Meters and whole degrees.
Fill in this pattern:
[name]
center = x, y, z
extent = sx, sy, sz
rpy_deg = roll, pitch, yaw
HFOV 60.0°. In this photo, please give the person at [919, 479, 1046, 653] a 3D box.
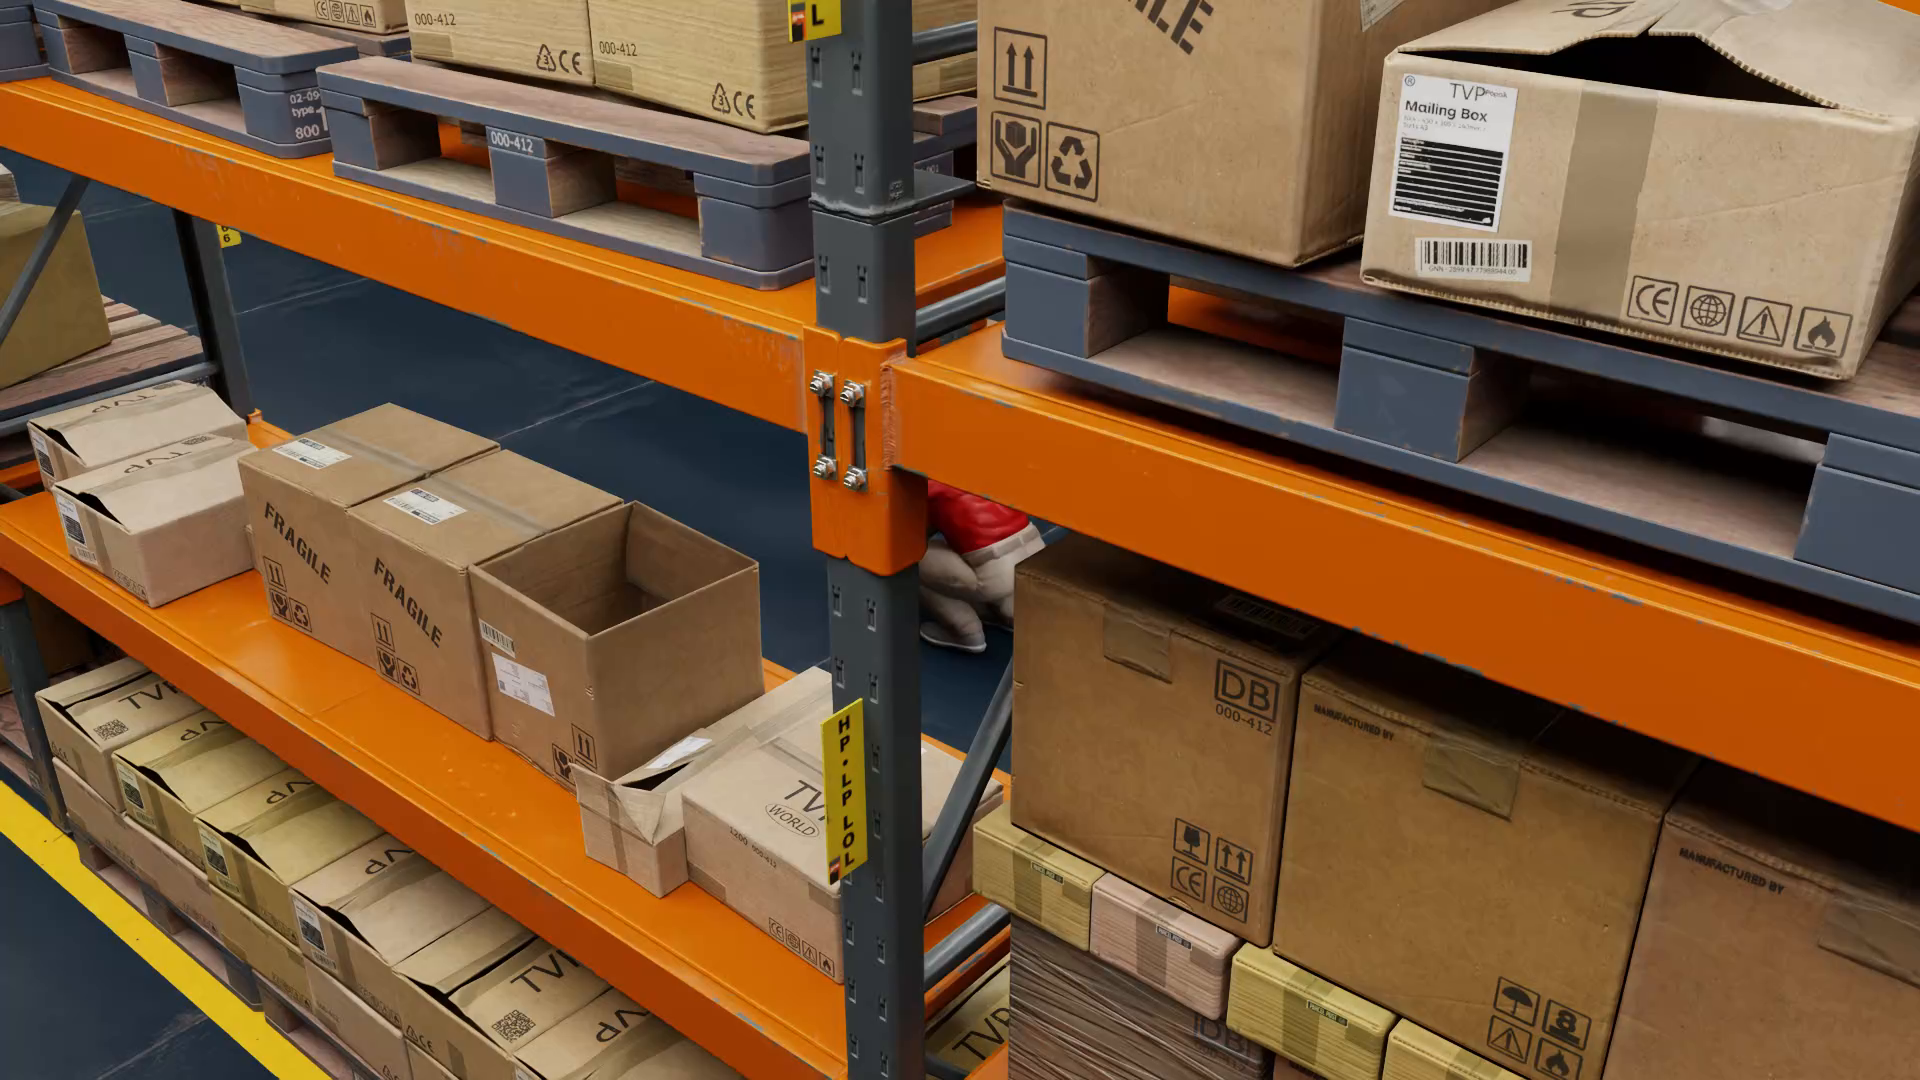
[person]
center = -0.045, -0.055, 7.082
extent = 0.863, 0.978, 0.548
rpy_deg = 21, 34, 34
